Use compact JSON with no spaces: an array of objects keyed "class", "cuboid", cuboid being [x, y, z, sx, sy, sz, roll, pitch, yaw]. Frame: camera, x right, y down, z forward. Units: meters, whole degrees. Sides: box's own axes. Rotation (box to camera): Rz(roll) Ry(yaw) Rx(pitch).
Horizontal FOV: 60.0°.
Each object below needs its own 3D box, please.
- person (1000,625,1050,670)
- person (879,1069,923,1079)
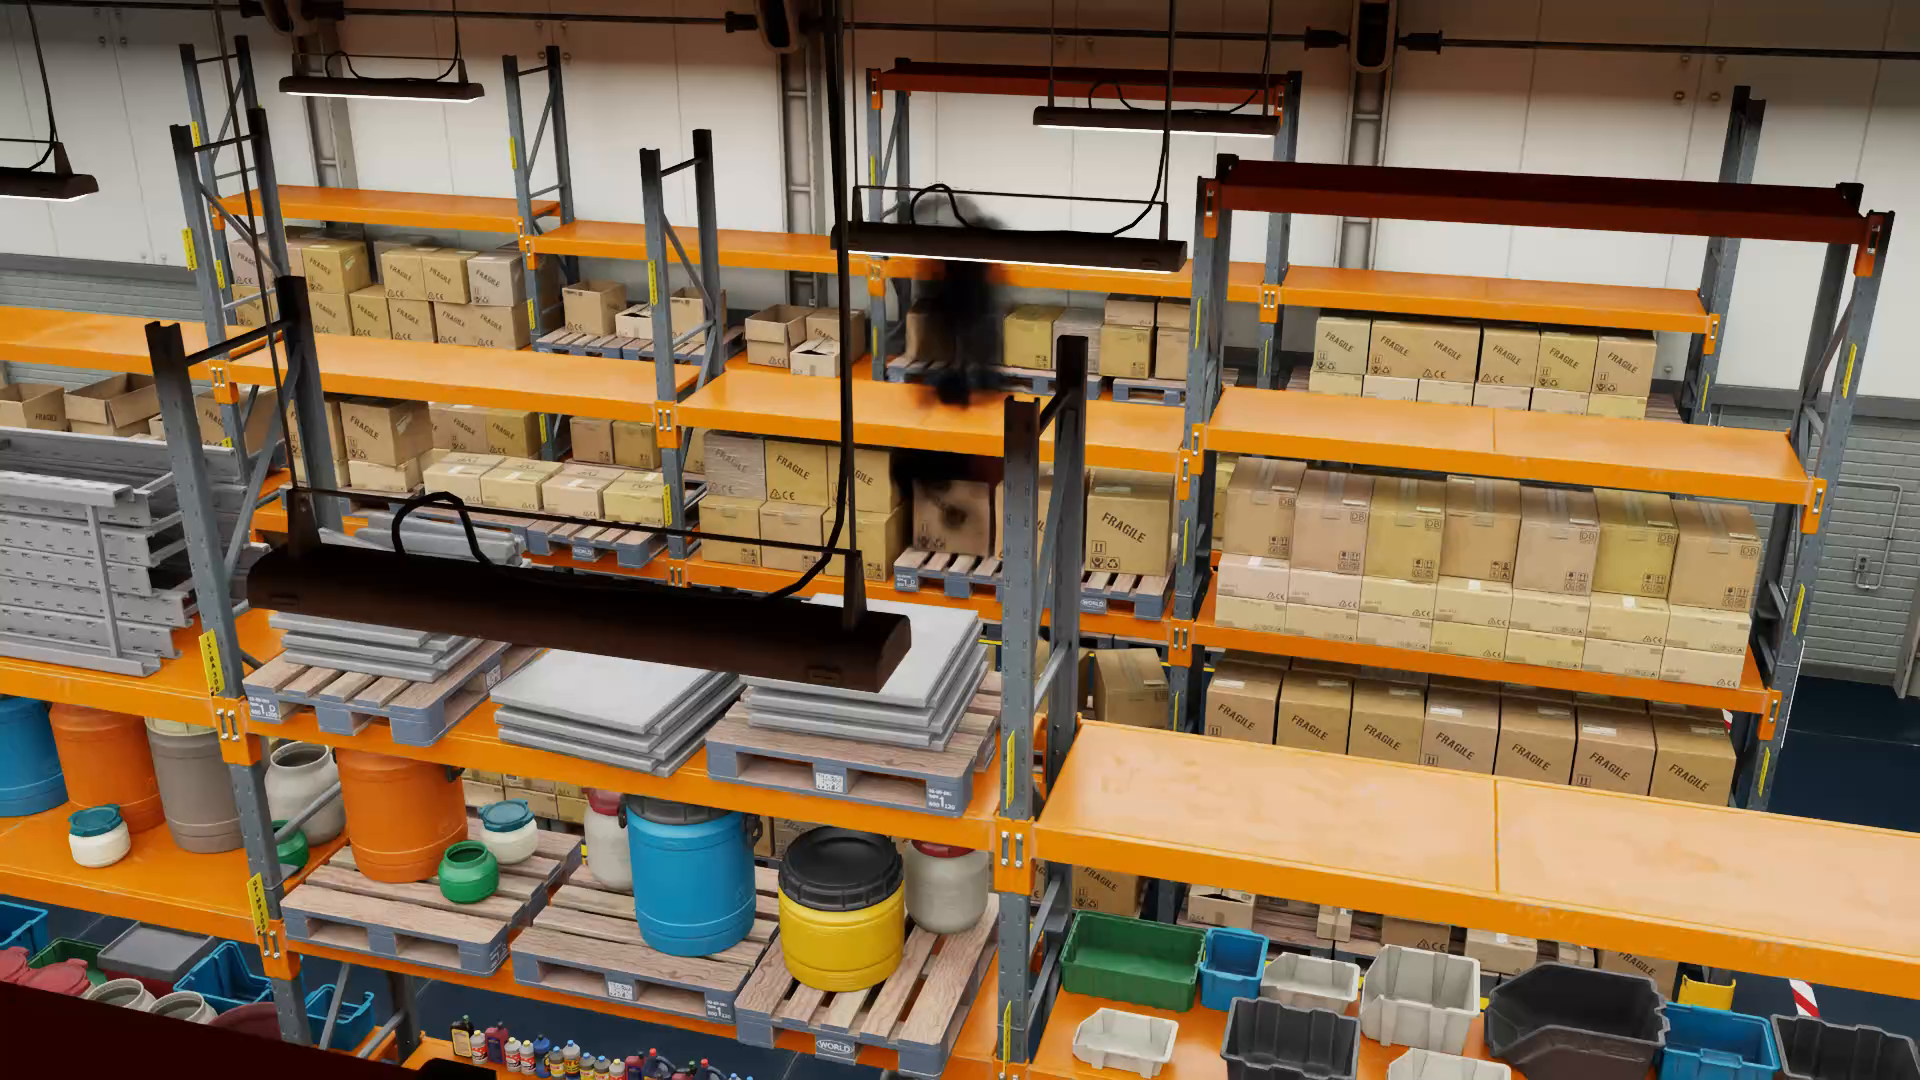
[{"class":"person","cuboid":[0.772,1.310,15.452,0.828,1.700,0.647,4,23,9]},{"class":"person","cuboid":[-0.228,3.267,10.789,0.758,1.622,0.574,4,23,11]}]
